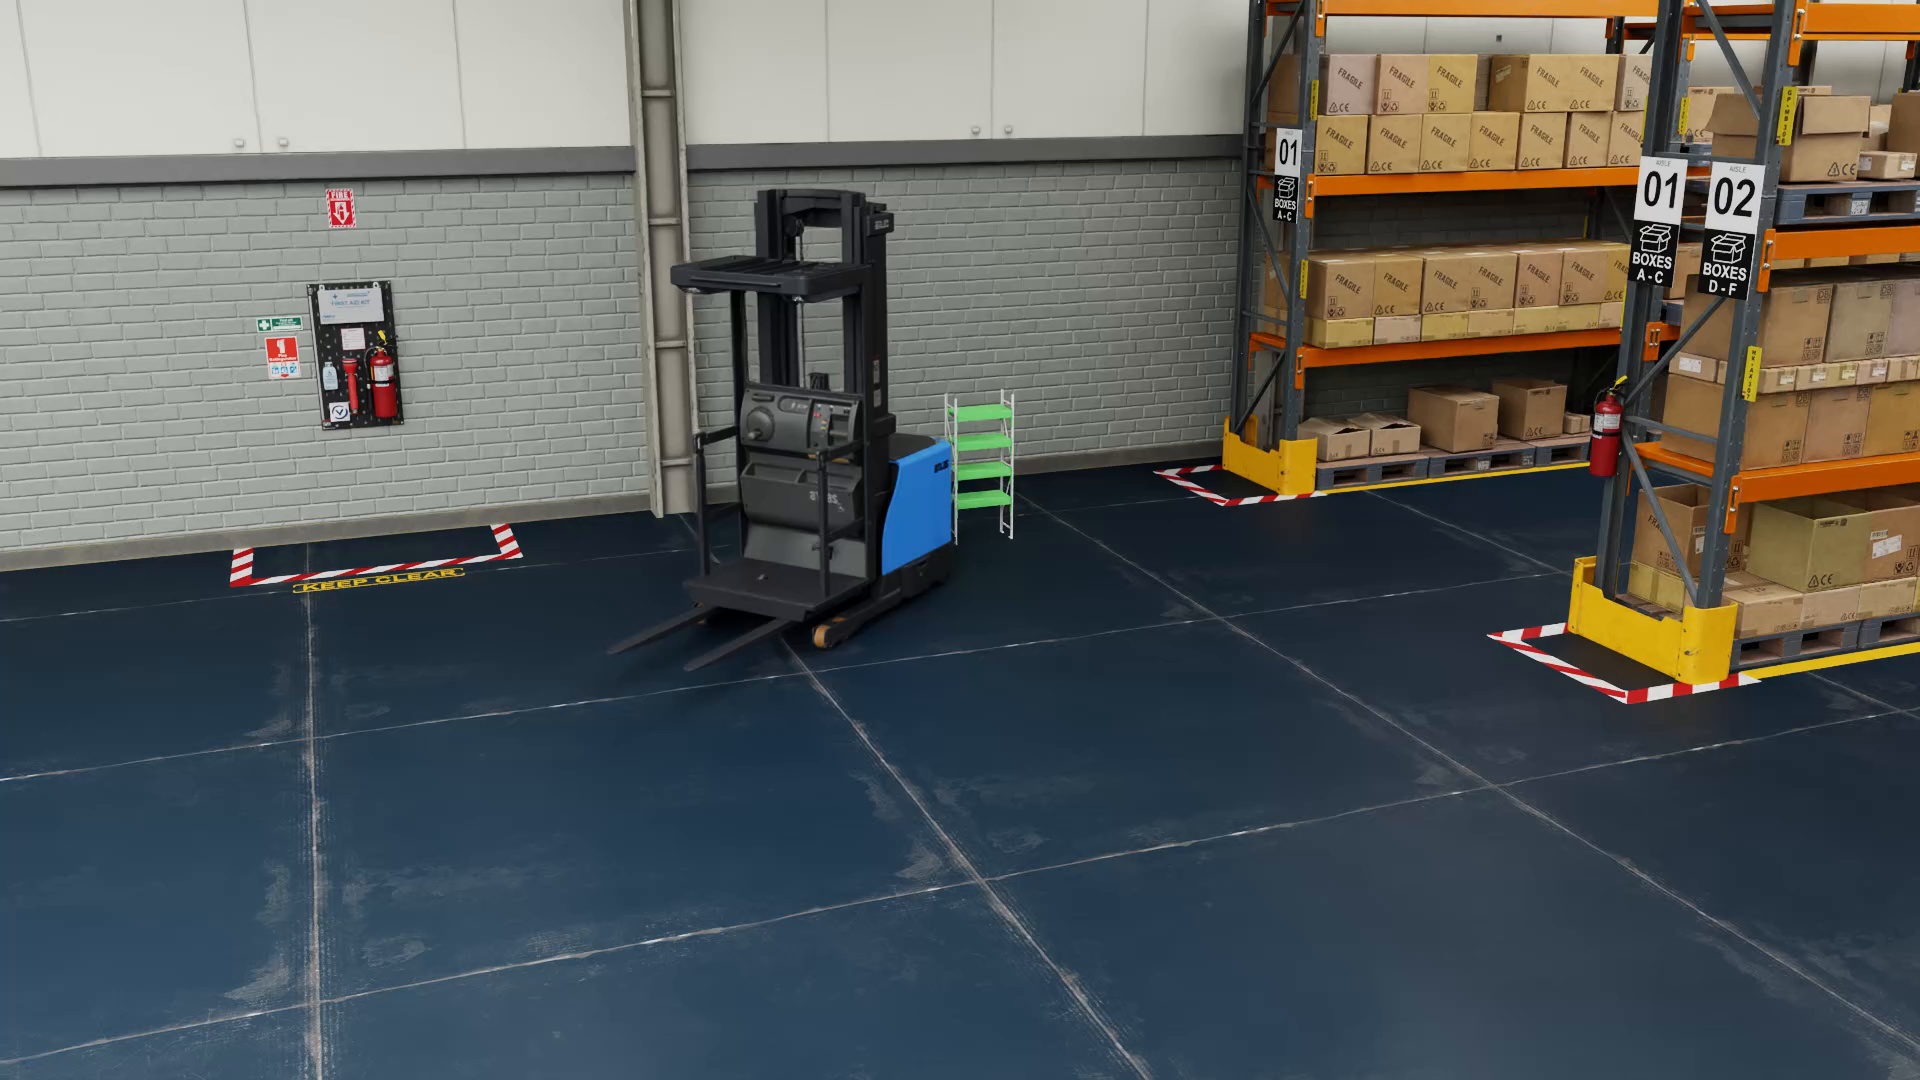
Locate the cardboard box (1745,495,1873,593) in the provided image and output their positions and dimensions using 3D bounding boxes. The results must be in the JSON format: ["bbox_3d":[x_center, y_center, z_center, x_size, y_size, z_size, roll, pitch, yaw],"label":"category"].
[{"bbox_3d":[5.616,0.018,11.016,0.500,0.500,0.500,-6,17,-20],"label":"cardboard box"}]

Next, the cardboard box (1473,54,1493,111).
[{"bbox_3d":[4.549,-4.235,15.386,0.500,0.500,0.500,-6,17,-20],"label":"cardboard box"}]

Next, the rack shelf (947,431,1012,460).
[{"bbox_3d":[0.155,-0.761,13.436,0.480,0.148,0.258,-6,17,-20],"label":"rack shelf"}]

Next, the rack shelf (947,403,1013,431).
[{"bbox_3d":[0.155,-0.992,13.369,0.480,0.148,0.258,-6,17,-20],"label":"rack shelf"}]

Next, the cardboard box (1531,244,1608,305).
[{"bbox_3d":[5.734,-2.516,15.742,0.500,0.500,0.500,-6,17,-20],"label":"cardboard box"}]

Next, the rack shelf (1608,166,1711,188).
[{"bbox_3d":[8.396,-3.695,16.811,4.000,0.370,1.077,-6,17,-20],"label":"rack shelf"}]

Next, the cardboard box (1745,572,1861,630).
[{"bbox_3d":[5.616,0.378,11.123,0.500,0.250,0.500,-6,17,-20],"label":"cardboard box"}]

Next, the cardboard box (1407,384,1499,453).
[{"bbox_3d":[4.707,-1.172,15.922,0.500,0.500,0.700,-7,18,-24],"label":"cardboard box"}]

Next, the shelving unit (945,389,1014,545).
[{"bbox_3d":[0.155,-0.592,13.486,0.503,1.200,0.258,-6,17,-20],"label":"shelving unit"}]

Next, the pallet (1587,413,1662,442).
[{"bbox_3d":[7.255,-1.140,17.107,1.213,0.211,1.003,-6,17,-20],"label":"pallet"}]

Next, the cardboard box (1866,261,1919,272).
[{"bbox_3d":[6.487,-1.569,11.136,0.500,0.500,0.700,-6,17,-20],"label":"cardboard box"}]

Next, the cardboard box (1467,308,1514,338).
[{"bbox_3d":[4.793,-2.056,15.505,0.500,0.250,0.500,-6,17,-20],"label":"cardboard box"}]

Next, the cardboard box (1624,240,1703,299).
[{"bbox_3d":[7.016,-2.701,16.513,0.500,0.500,0.700,-6,17,-20],"label":"cardboard box"}]

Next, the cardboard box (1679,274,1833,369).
[{"bbox_3d":[5.060,-1.413,10.605,0.500,0.500,0.700,-6,17,-20],"label":"cardboard box"}]

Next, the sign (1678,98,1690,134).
[{"bbox_3d":[6.730,-3.945,15.466,0.005,0.325,0.100,-6,17,-20],"label":"sign"}]

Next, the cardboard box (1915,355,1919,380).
[{"bbox_3d":[6.215,-1.166,10.915,0.250,0.149,0.380,-6,18,-21],"label":"cardboard box"}]

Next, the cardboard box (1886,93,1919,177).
[{"bbox_3d":[6.218,-2.545,10.445,0.500,0.500,0.500,-6,17,-20],"label":"cardboard box"}]

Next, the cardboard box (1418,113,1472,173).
[{"bbox_3d":[4.193,-3.559,14.857,0.500,0.500,0.500,-5,17,-18],"label":"cardboard box"}]

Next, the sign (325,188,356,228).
[{"bbox_3d":[-4.829,-2.588,12.973,0.199,0.298,0.001,-6,17,-20],"label":"sign"}]

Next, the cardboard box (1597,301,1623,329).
[{"bbox_3d":[6.195,-2.210,16.029,0.500,0.250,0.500,-6,17,-20],"label":"cardboard box"}]

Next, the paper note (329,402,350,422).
[{"bbox_3d":[-4.976,-1.028,13.338,0.142,0.148,0.016,-6,17,-20],"label":"paper note"}]

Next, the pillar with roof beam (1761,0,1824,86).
[{"bbox_3d":[10.281,-4.645,13.445,0.400,9.000,9.100,-6,17,-20],"label":"pillar with roof beam"}]

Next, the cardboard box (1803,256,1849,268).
[{"bbox_3d":[8.673,-2.880,17.124,0.500,0.500,0.700,-6,17,-20],"label":"cardboard box"}]

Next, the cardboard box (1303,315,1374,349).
[{"bbox_3d":[3.363,-1.899,14.973,0.500,0.250,0.500,-7,18,-22],"label":"cardboard box"}]

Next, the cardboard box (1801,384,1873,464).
[{"bbox_3d":[5.499,-0.839,10.954,0.500,0.500,0.700,-6,17,-19],"label":"cardboard box"}]

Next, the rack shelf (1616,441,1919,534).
[{"bbox_3d":[6.437,-0.550,11.423,4.000,0.370,1.077,-6,17,-20],"label":"rack shelf"}]

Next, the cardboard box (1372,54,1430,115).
[{"bbox_3d":[3.727,-3.985,14.533,0.500,0.500,0.500,-6,18,-21],"label":"cardboard box"}]

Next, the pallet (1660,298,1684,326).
[{"bbox_3d":[7.295,-2.346,16.604,1.213,0.211,1.003,-6,17,-20],"label":"pallet"}]

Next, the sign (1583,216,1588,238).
[{"bbox_3d":[6.327,-3.101,16.778,0.005,0.325,0.100,-6,17,-20],"label":"sign"}]

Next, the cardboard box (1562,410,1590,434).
[{"bbox_3d":[6.040,-1.189,16.572,0.250,0.166,0.380,-9,18,-27],"label":"cardboard box"}]

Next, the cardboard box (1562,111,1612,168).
[{"bbox_3d":[5.669,-3.733,15.449,0.500,0.500,0.500,-8,18,-25],"label":"cardboard box"}]

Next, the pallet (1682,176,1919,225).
[{"bbox_3d":[5.239,-2.154,10.444,1.213,0.211,1.003,-6,17,-20],"label":"pallet"}]

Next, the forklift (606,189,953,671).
[{"bbox_3d":[-1.201,-0.819,11.185,1.130,2.935,3.031,9,19,27],"label":"forklift"}]

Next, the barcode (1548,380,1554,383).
[{"bbox_3d":[5.939,-1.573,16.720,0.075,0.075,0.001,-6,17,-20],"label":"barcode"}]

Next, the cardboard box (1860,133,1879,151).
[{"bbox_3d":[5.551,-2.515,10.786,0.500,0.250,0.500,-6,17,-20],"label":"cardboard box"}]

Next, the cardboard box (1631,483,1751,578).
[{"bbox_3d":[4.964,-0.068,11.308,0.500,0.500,0.500,-6,17,-20],"label":"cardboard box"}]

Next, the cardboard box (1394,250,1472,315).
[{"bbox_3d":[4.297,-2.360,15.212,0.500,0.500,0.500,-7,18,-22],"label":"cardboard box"}]

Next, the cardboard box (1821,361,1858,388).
[{"bbox_3d":[5.492,-1.087,10.649,0.250,0.149,0.380,-6,17,-20],"label":"cardboard box"}]

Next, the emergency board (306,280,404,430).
[{"bbox_3d":[-4.786,-1.450,13.213,0.643,1.169,0.194,-6,17,-20],"label":"emergency board"}]

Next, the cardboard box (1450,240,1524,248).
[{"bbox_3d":[5.063,-2.604,16.043,0.500,0.500,0.500,-6,17,-19],"label":"cardboard box"}]

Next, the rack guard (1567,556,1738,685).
[{"bbox_3d":[4.547,0.509,10.979,0.348,0.500,1.175,-6,17,-20],"label":"rack guard"}]

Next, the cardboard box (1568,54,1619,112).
[{"bbox_3d":[5.647,-4.196,15.251,0.500,0.500,0.500,-5,17,-17],"label":"cardboard box"}]

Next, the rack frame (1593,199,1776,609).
[{"bbox_3d":[4.570,-0.693,10.635,0.127,3.000,1.000,-6,17,-20],"label":"rack frame"}]

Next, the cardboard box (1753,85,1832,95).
[{"bbox_3d":[8.220,-4.247,16.489,0.500,0.500,0.500,-7,18,-22],"label":"cardboard box"}]

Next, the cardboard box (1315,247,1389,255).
[{"bbox_3d":[3.631,-2.445,15.501,0.500,0.500,0.500,-6,17,-19],"label":"cardboard box"}]

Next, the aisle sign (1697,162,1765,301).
[{"bbox_3d":[4.618,-1.853,9.972,0.004,0.787,0.394,-6,17,-20],"label":"aisle sign"}]

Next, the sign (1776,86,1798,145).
[{"bbox_3d":[4.763,-2.443,9.579,0.005,0.325,0.100,-6,17,-20],"label":"sign"}]

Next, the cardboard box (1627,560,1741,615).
[{"bbox_3d":[4.965,0.293,11.412,0.500,0.250,0.500,-6,17,-20],"label":"cardboard box"}]

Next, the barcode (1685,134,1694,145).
[{"bbox_3d":[4.679,-2.568,10.666,0.075,0.075,0.001,-6,17,-20],"label":"barcode"}]

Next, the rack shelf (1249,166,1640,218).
[{"bbox_3d":[4.661,-3.292,15.437,4.000,0.370,1.077,-6,17,-20],"label":"rack shelf"}]

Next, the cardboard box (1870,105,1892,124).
[{"bbox_3d":[9.020,-4.195,17.017,0.637,0.503,0.797,-4,17,-12],"label":"cardboard box"}]

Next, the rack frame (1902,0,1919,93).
[{"bbox_3d":[10.264,-5.681,16.973,0.127,3.000,1.000,-6,17,-20],"label":"rack frame"}]
